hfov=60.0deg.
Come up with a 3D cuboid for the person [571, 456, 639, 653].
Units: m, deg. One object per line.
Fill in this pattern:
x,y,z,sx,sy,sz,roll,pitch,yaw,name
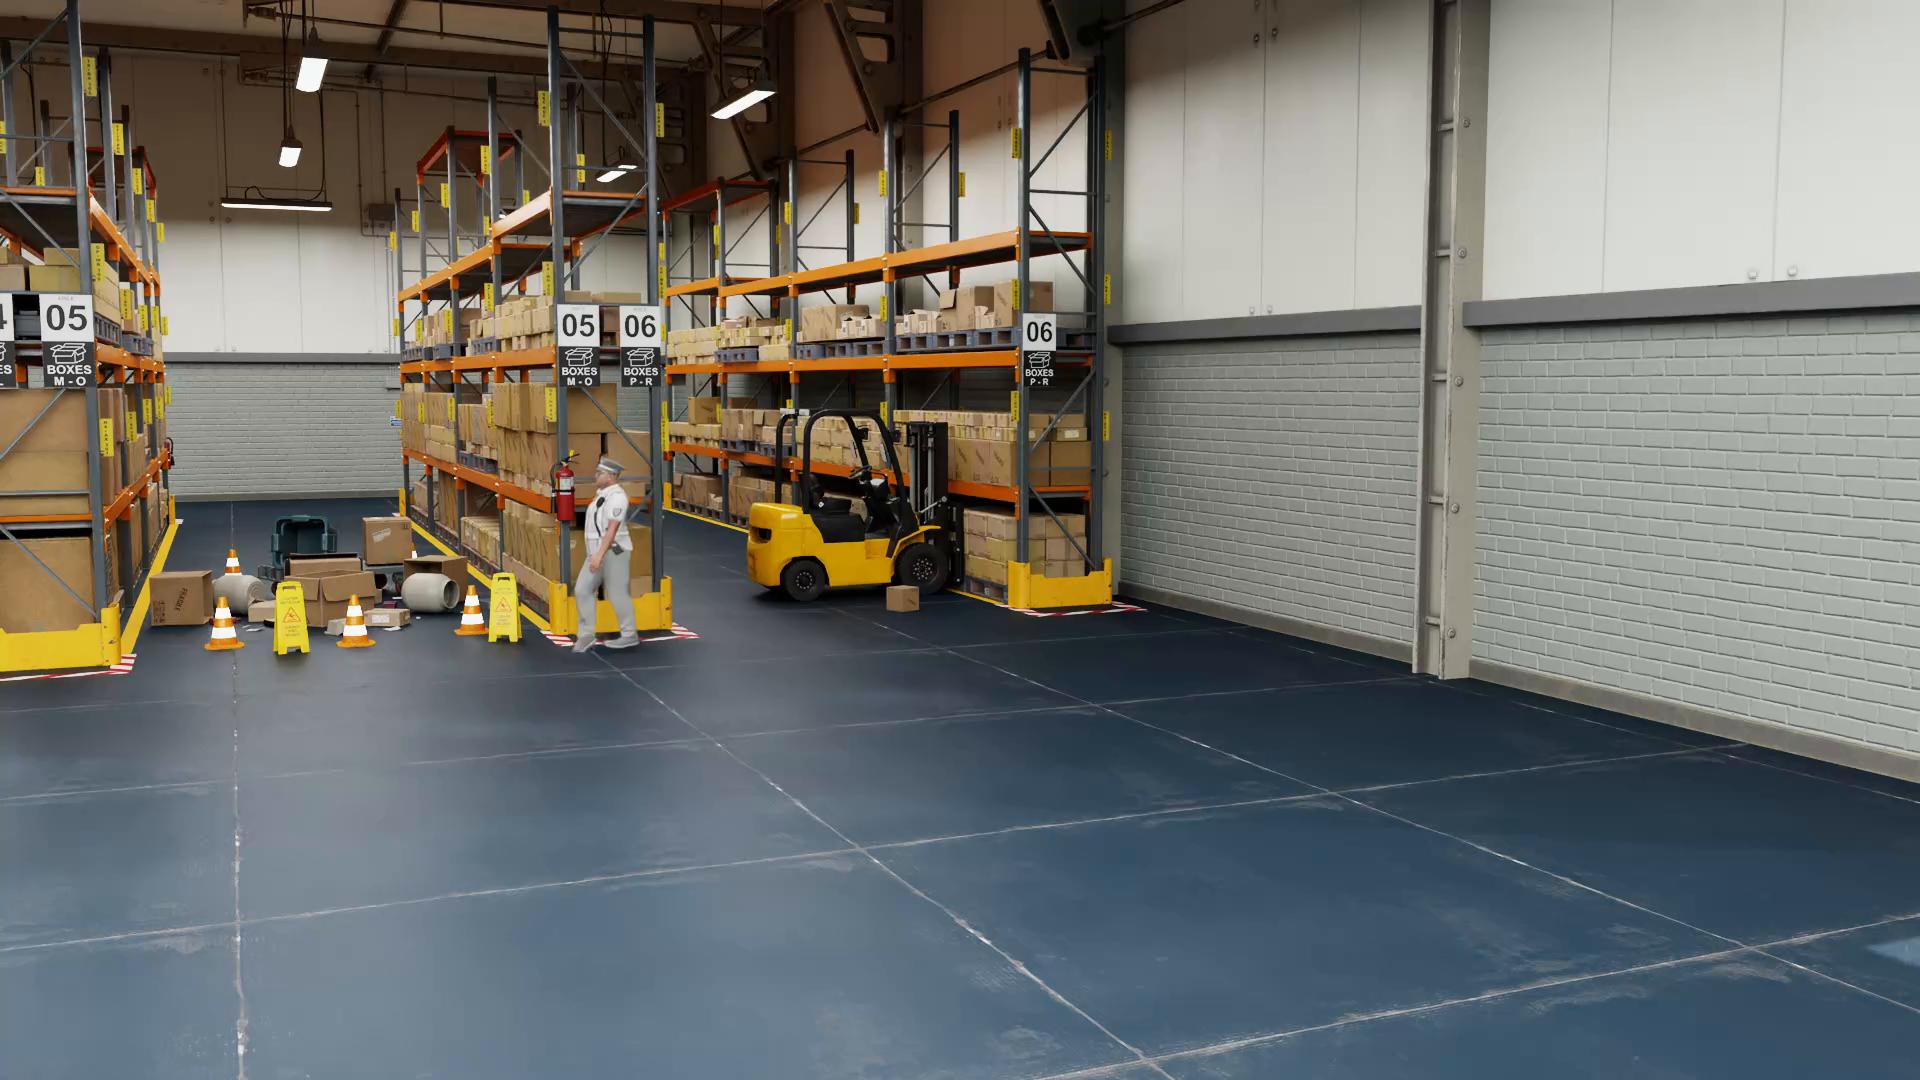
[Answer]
-3.241,0.172,15.119,0.625,1.859,0.527,-4,7,-35,person
